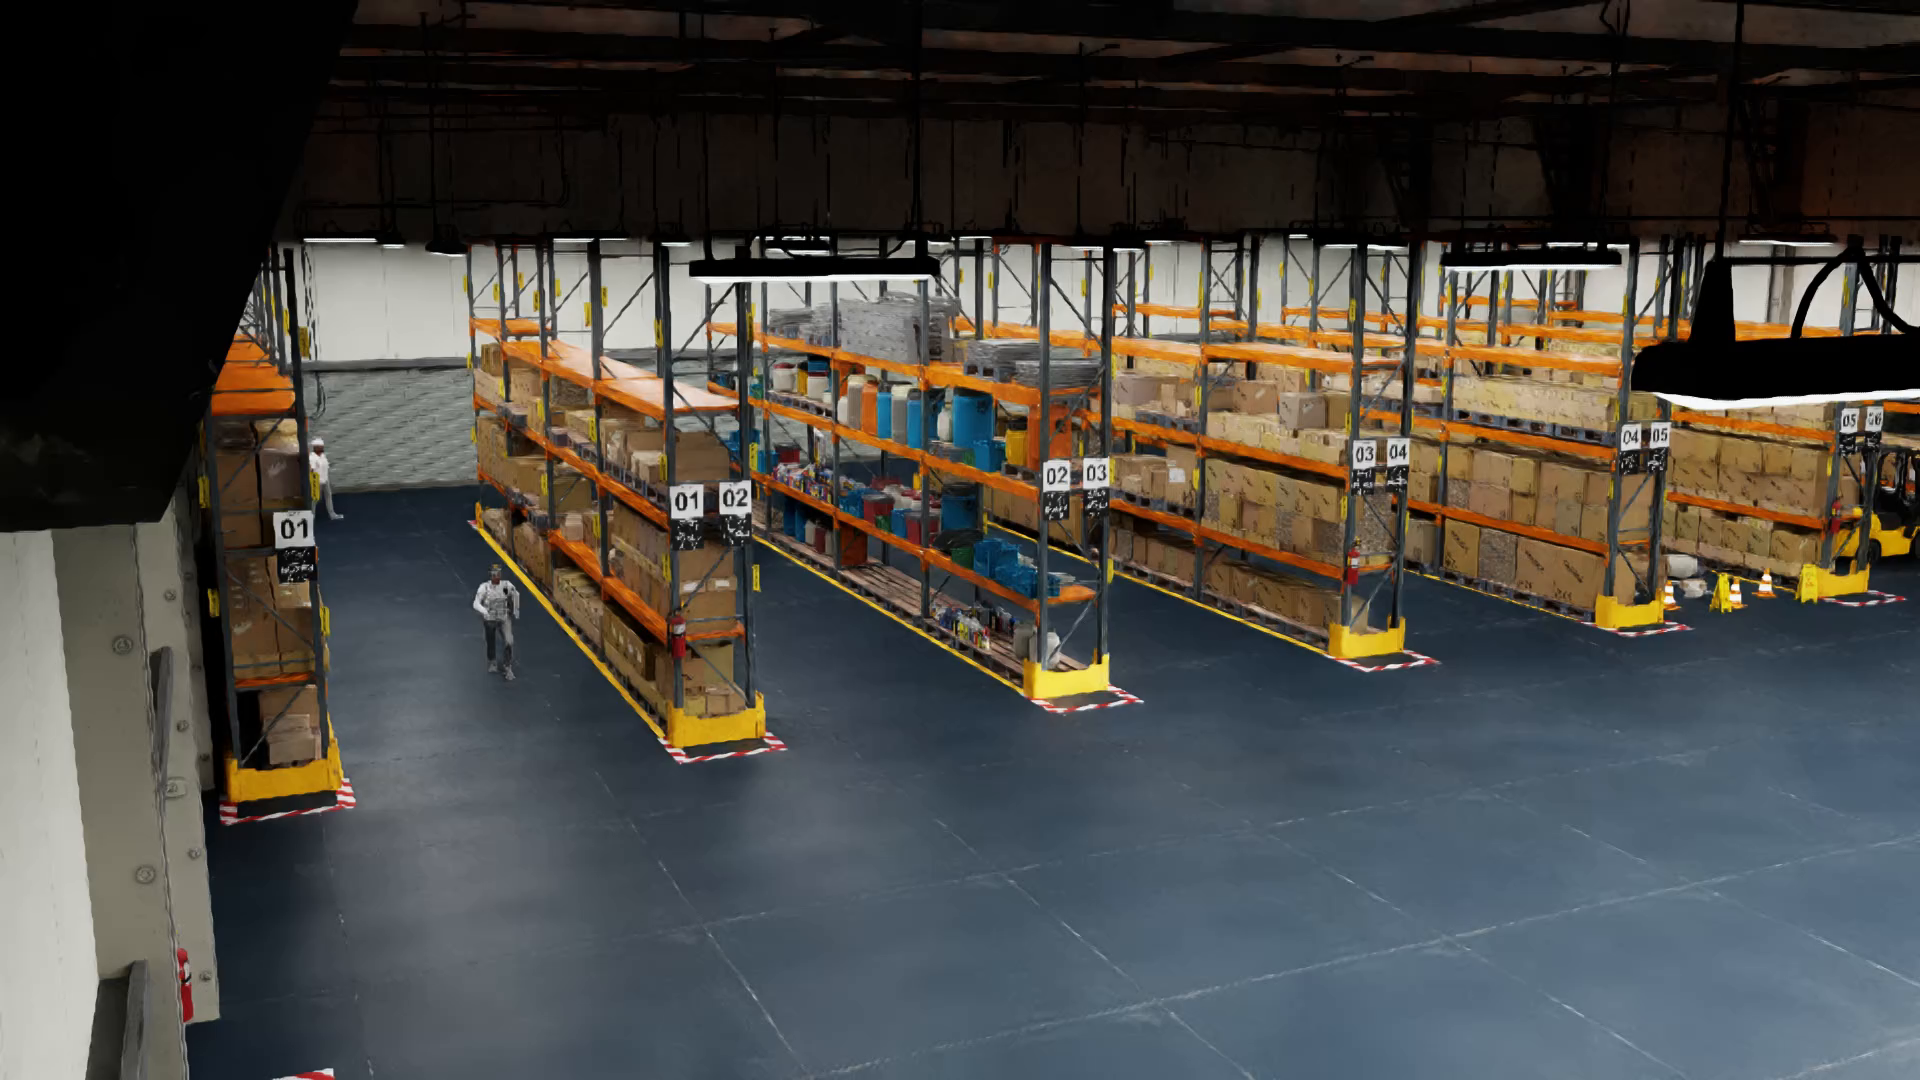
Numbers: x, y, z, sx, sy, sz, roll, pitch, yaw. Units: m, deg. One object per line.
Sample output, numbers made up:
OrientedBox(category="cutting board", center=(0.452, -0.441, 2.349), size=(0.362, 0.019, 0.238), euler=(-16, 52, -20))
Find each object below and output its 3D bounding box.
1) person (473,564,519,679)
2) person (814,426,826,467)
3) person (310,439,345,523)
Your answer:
OrientedBox(category="person", center=(-6.466, 1.091, 23.249), size=(0.636, 1.621, 0.814), euler=(-4, 12, -18))
OrientedBox(category="person", center=(-3.265, -1.963, 38.491), size=(0.529, 1.784, 0.667), euler=(2, 11, 9))
OrientedBox(category="person", center=(-13.409, -1.254, 34.909), size=(0.533, 1.756, 0.731), euler=(3, 11, 13))
